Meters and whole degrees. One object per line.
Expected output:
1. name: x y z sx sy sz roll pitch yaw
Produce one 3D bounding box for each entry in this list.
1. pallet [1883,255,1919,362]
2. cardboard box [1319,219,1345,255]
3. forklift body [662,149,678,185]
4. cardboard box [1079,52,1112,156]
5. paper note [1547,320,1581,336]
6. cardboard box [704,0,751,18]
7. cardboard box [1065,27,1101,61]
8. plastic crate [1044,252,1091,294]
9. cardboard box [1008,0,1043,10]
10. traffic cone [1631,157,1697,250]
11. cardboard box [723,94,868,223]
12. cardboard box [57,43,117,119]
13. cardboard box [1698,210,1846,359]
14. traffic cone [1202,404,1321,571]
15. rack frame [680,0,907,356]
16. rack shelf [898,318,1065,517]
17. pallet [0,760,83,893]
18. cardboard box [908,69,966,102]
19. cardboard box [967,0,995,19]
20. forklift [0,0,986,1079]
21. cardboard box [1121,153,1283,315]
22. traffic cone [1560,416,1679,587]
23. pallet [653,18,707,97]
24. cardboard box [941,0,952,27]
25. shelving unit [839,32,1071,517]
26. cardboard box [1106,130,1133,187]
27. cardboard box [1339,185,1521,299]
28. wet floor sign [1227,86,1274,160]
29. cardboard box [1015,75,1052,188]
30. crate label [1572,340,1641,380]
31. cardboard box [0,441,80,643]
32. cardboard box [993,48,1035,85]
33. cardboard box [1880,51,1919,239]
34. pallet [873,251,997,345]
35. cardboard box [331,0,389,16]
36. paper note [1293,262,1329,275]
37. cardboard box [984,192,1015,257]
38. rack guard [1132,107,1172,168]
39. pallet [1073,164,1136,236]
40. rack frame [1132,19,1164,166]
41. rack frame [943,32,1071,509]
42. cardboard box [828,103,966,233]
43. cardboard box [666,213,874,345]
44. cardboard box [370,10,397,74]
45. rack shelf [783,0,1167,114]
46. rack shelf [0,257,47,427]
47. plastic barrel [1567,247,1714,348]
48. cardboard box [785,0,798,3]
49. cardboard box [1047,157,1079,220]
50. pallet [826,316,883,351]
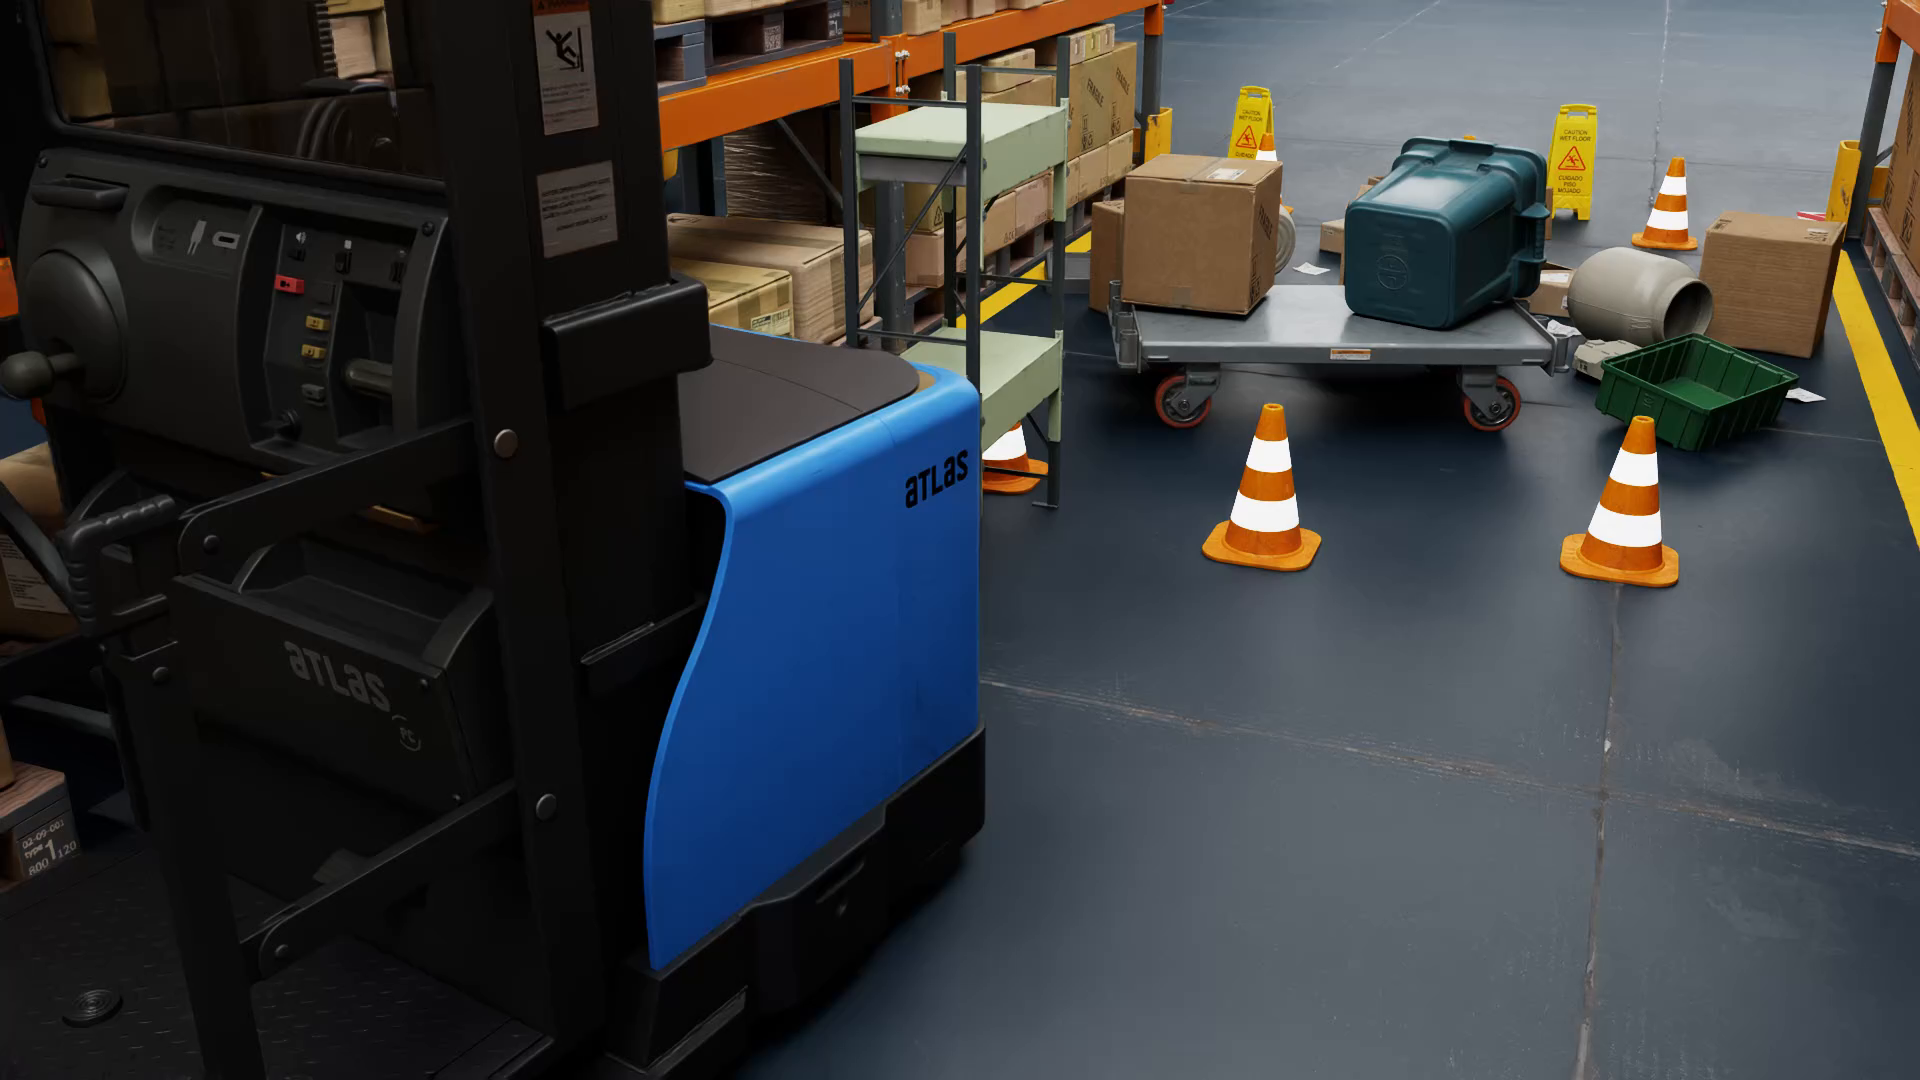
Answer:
1. pallet: 4.724 -0.993 7.354 1.003 0.211 1.213 9 24 20
2. cardboard box: 2.158 -1.611 8.915 0.250 0.149 0.380 -17 28 -35
3. forklift body: -2.851 -3.063 9.792 2.313 2.155 1.214 9 24 20
4. cardboard box: 0.523 -2.445 9.260 0.500 0.500 0.500 10 25 22
5. paper note: 2.722 -0.955 7.507 0.172 0.023 0.155 19 29 38
6. cardboard box: -0.919 -1.827 5.513 0.380 0.149 0.250 9 24 20
7. cardboard box: 0.544 -2.701 9.032 0.380 0.149 0.250 9 24 21
8. plastic crate: 0.628 -1.351 8.380 0.402 0.080 0.583 1 23 2
9. cardboard box: 0.182 -2.661 8.054 0.380 0.149 0.250 9 24 20
10. traffic cone: 3.887 -1.855 9.091 0.336 0.463 0.334 9 24 20
11. cardboard box: -0.746 -1.775 7.656 0.500 0.500 0.500 8 24 19
12. cardboard box: -1.909 -0.990 3.508 0.380 0.149 0.250 7 24 17
13. cardboard box: 3.541 -1.131 7.306 0.500 0.500 0.500 13 26 29
14. traffic cone: 0.944 -0.192 5.109 0.336 0.463 0.334 9 24 20
15. rack frame: -0.716 -2.253 6.753 1.000 3.000 0.127 9 24 20
16. rack shelf: 0.002 -0.394 5.092 0.431 0.370 0.720 9 24 20
17. pallet: -2.565 0.736 3.214 1.003 0.211 1.213 9 24 20
18. cardboard box: -0.144 -2.032 7.432 0.380 0.149 0.250 9 24 21
19. cardboard box: -0.061 -2.485 7.633 0.380 0.149 0.250 10 25 22
20. forklift: -1.174 -0.316 2.203 1.130 2.935 3.031 14 27 30
21. cardboard box: 0.947 -1.205 6.504 0.500 0.500 0.500 9 24 20
22. traffic cone: 2.017 -0.147 5.001 0.336 0.463 0.334 9 24 20
23. pallet: -1.505 -1.448 5.073 1.003 0.211 1.213 9 24 20
24. cardboard box: -0.256 -2.302 7.196 0.380 0.149 0.250 10 24 22
25. shelving unit: 0.002 -0.694 4.967 0.431 1.500 0.755 9 24 20
26. cardboard box: 0.710 -2.273 9.824 0.500 0.250 0.500 9 24 20
27. cardboard box: 2.128 -1.269 7.458 0.797 0.637 0.503 9 24 20
28. wet floor sign: 1.833 -2.513 10.430 0.267 0.644 0.232 19 29 38
29. cardboard box: 0.136 -2.075 8.377 0.500 0.500 0.500 10 25 23
30. crate label: 2.678 -0.729 6.817 0.298 0.136 0.250 -7 24 -17
31. cardboard box: -1.983 -0.004 4.232 0.950 0.372 0.625 7 24 16
32. cardboard box: 0.142 -2.313 8.105 0.380 0.149 0.250 10 25 23
33. cardboard box: 5.212 -1.974 8.295 0.875 0.875 0.875 9 24 20
34. pallet: -0.500 -1.212 7.878 1.003 0.211 1.213 9 24 20
35. cardboard box: -1.633 -1.515 3.924 0.500 0.500 0.500 10 25 23
36. paper note: 1.812 -1.404 8.586 0.148 0.019 0.142 19 29 38
37. cardboard box: -0.059 -1.544 8.076 0.500 0.250 0.500 10 25 23
38. rack guard: 0.741 -2.504 10.597 1.175 0.500 0.348 9 24 20
39. pallet: 0.407 -2.085 9.968 1.003 0.211 1.213 9 24 20
40. rack frame: 0.769 -3.685 10.180 1.000 3.000 0.127 9 24 20
41. rack frame: 0.138 -0.825 5.280 0.400 1.500 0.023 9 24 20
42. cardboard box: -0.247 -1.697 7.470 0.500 0.500 0.500 10 25 23
43. cardboard box: -0.909 -1.047 6.728 0.950 0.372 0.625 9 24 21
44. cardboard box: -1.507 -1.273 4.186 0.380 0.149 0.250 9 24 20
45. rack shelf: 0.027 -2.637 8.605 1.077 0.370 4.000 9 24 20
46. rack shelf: -2.945 0.226 1.751 1.077 0.370 4.000 9 24 20
47. plastic barrel: 2.914 -1.018 7.137 0.421 0.421 0.512 -12 25 -26
48. cardboard box: -0.766 -2.016 5.965 0.380 0.149 0.250 8 24 18
49. cardboard box: 0.330 -1.910 8.953 0.500 0.250 0.500 8 24 18
50. pallet: -1.004 -0.688 6.623 1.003 0.211 1.213 9 24 20
